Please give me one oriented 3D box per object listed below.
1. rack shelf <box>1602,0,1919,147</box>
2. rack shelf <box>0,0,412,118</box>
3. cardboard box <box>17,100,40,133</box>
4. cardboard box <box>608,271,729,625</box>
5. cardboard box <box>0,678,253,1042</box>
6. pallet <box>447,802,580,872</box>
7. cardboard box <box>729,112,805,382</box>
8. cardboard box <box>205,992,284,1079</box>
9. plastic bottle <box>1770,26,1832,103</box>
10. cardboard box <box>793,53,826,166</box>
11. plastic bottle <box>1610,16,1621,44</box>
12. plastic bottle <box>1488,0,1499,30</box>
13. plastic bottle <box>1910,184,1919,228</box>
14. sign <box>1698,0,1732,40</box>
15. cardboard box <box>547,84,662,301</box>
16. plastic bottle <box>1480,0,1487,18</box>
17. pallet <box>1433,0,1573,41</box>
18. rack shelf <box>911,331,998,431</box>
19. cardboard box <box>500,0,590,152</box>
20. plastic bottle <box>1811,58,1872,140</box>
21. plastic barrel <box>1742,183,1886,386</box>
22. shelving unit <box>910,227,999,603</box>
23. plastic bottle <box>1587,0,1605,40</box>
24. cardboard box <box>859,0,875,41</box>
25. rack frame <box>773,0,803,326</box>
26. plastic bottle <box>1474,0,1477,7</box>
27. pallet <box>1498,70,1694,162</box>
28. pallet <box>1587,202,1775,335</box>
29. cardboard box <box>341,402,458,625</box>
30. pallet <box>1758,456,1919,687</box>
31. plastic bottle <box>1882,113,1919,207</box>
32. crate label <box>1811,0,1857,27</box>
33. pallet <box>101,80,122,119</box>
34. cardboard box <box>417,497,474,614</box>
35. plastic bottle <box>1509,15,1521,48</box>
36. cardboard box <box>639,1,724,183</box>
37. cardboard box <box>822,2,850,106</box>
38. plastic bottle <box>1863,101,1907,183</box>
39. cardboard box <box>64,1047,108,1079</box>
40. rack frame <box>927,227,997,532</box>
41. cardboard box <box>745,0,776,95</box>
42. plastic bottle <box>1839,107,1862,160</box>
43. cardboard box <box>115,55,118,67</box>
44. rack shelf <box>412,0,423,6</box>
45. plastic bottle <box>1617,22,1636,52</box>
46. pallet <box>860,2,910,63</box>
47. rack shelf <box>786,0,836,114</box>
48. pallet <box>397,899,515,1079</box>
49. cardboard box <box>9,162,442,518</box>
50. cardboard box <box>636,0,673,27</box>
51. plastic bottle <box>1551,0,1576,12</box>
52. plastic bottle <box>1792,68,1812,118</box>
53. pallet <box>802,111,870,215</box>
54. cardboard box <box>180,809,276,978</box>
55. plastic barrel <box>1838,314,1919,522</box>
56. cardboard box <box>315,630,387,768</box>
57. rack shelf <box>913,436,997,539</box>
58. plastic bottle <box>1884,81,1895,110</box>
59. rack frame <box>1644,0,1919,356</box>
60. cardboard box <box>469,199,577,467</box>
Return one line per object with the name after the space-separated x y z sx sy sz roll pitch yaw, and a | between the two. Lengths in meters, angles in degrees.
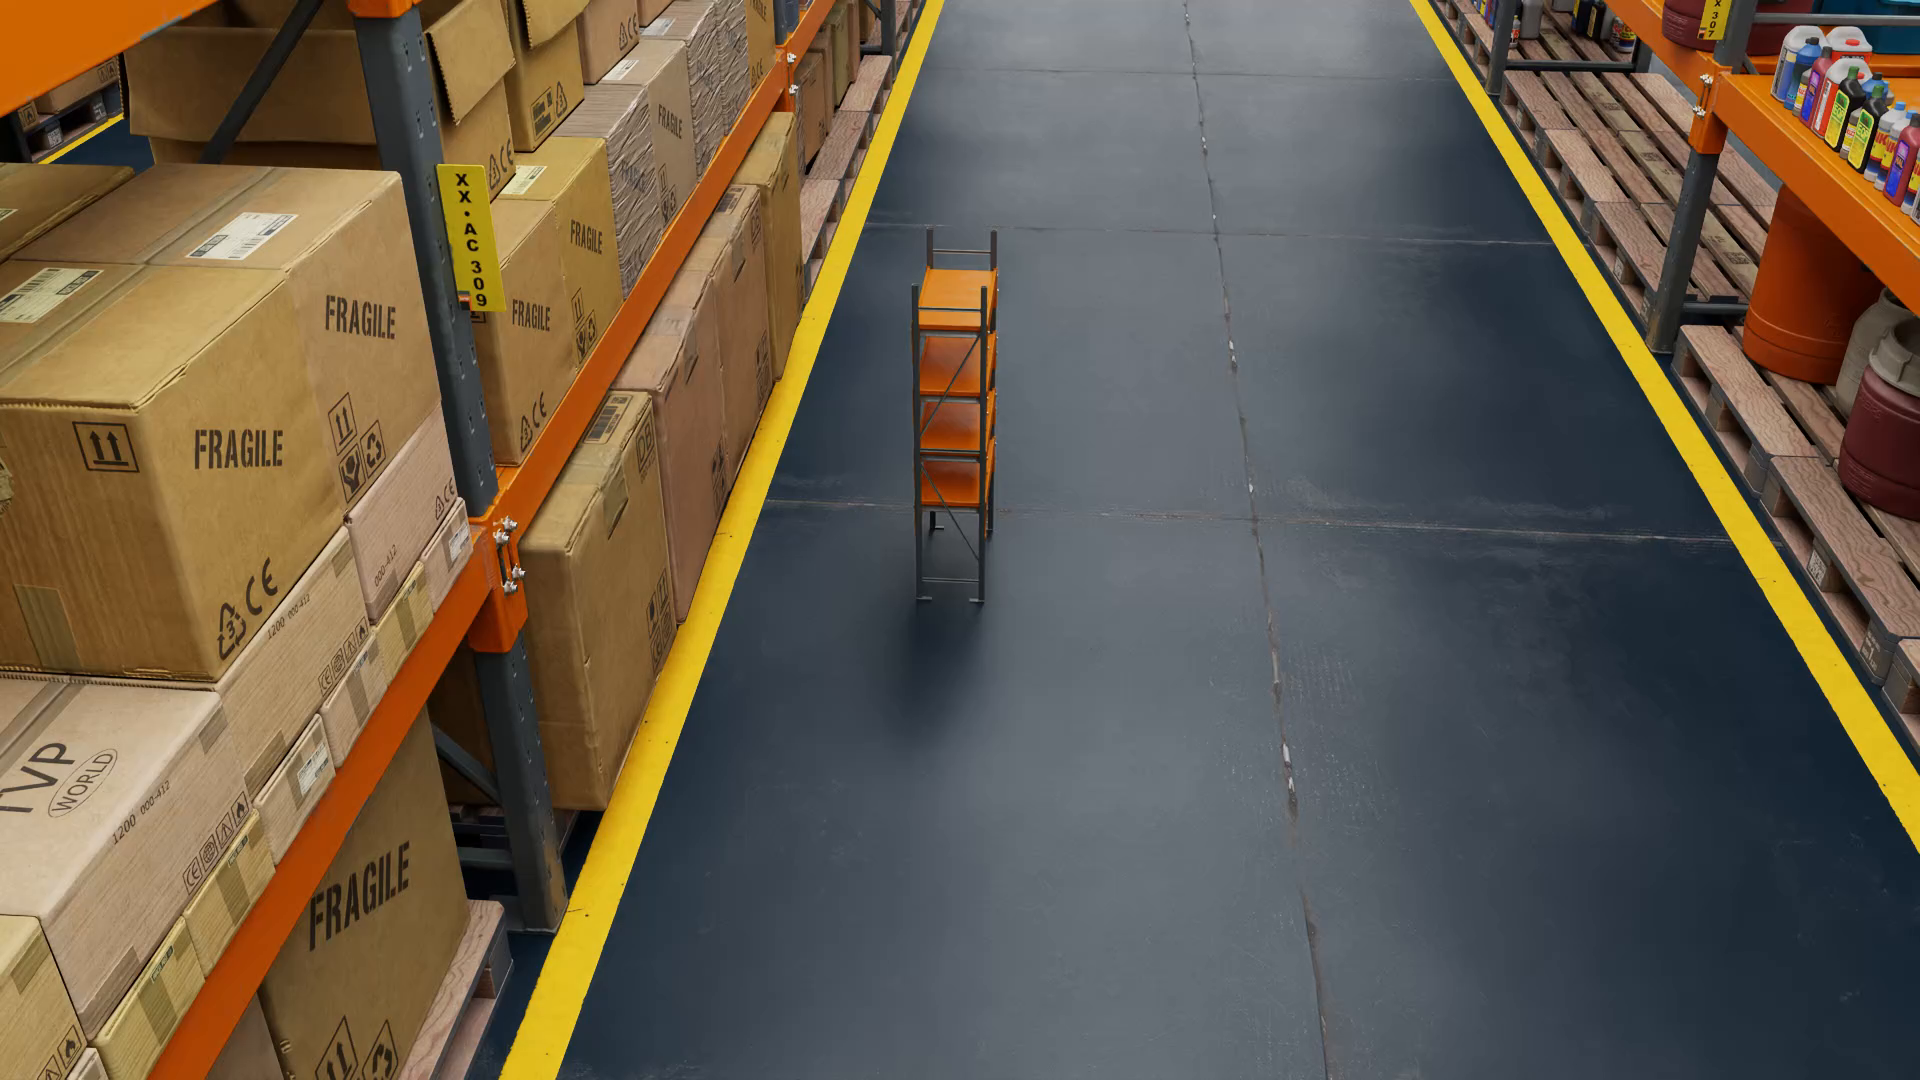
3.838 -2.876 8.744 1.077 0.370 4.000 2 32 4 | rack shelf
-1.750 -0.182 1.512 1.077 0.370 4.000 2 32 4 | rack shelf
-5.989 -2.606 9.364 1.050 0.750 0.750 3 32 5 | cardboard box
-1.483 -0.334 5.558 1.225 0.875 0.875 1 32 2 | cardboard box
-1.442 0.460 2.504 0.500 0.250 0.500 3 32 5 | cardboard box
-1.599 0.524 5.199 1.003 0.211 1.213 2 32 4 | pallet
-1.338 -1.263 7.065 1.225 0.875 0.875 1 32 2 | cardboard box
-1.794 1.281 2.937 0.875 0.875 0.875 2 32 4 | cardboard box
3.318 -1.872 6.546 0.152 0.276 0.135 2 32 4 | plastic bottle
-1.155 -2.410 9.265 0.700 0.500 0.500 5 32 8 | cardboard box
4.480 -3.479 11.284 0.097 0.201 0.097 0 32 0 | plastic bottle
3.782 -3.737 11.561 0.144 0.351 0.185 1 32 2 | plastic bottle
3.205 -1.146 5.369 0.152 0.276 0.135 2 32 4 | plastic bottle
3.127 -2.226 6.848 0.100 0.325 0.005 2 32 4 | sign
-1.219 -1.054 5.006 0.500 0.500 0.500 2 32 3 | cardboard box
3.808 -3.906 11.835 0.144 0.351 0.185 2 32 4 | plastic bottle
4.194 -4.030 12.589 1.003 0.211 1.213 2 32 4 | pallet
-0.013 -0.557 5.713 0.258 0.148 0.480 2 32 4 | rack shelf
-1.476 -1.419 4.642 0.797 0.503 0.637 3 32 5 | cardboard box
3.280 -1.630 6.153 0.152 0.276 0.135 2 32 4 | plastic bottle
3.653 -1.135 6.901 0.600 0.830 0.708 2 32 4 | plastic barrel
-0.013 -0.424 5.795 0.258 1.200 0.503 2 32 4 | shelving unit
4.357 -3.582 11.373 0.061 0.283 0.133 2 32 4 | plastic bottle
-0.863 -3.762 11.478 0.500 0.500 0.500 2 32 2 | cardboard box
-1.261 -2.348 7.202 1.000 3.000 0.127 2 32 4 | rack frame
3.808 -3.990 12.114 0.097 0.201 0.097 0 32 0 | plastic bottle
3.976 -2.629 10.315 1.003 0.211 1.213 2 32 4 | pallet
3.777 -1.353 8.244 1.003 0.211 1.213 2 32 4 | pallet
-1.361 -0.077 3.376 0.500 0.250 0.500 2 32 3 | cardboard box
3.551 0.101 5.886 1.003 0.211 1.213 2 32 4 | pallet
3.178 -1.272 5.567 0.061 0.283 0.133 2 32 4 | plastic bottle
4.026 -2.660 7.673 0.502 0.435 0.616 2 32 4 | crate label
-5.858 -3.111 11.097 1.003 0.211 1.213 2 32 4 | pallet
-1.285 0.024 3.592 0.380 0.149 0.250 3 32 4 | cardboard box
3.720 -3.427 11.200 0.097 0.201 0.097 0 32 0 | plastic bottle
-1.140 -1.590 5.876 0.500 0.500 0.500 1 32 2 | cardboard box
-1.065 -2.994 10.213 0.700 0.500 0.500 2 32 4 | cardboard box
3.214 -1.378 5.749 0.097 0.271 0.097 0 32 0 | plastic bottle
-1.411 0.829 2.286 0.380 0.149 0.250 3 32 5 | cardboard box
0.006 -0.552 6.002 0.240 1.200 0.015 2 32 4 | rack frame
-1.054 -2.122 6.739 0.500 0.500 0.500 3 32 5 | cardboard box
3.233 -1.469 5.963 0.097 0.201 0.097 0 32 0 | plastic bottle
-5.832 -3.597 10.972 1.050 0.750 0.750 2 32 4 | cardboard box
-1.424 -2.273 4.906 1.077 0.370 4.000 2 32 4 | rack shelf
4.464 -3.402 11.093 0.097 0.271 0.097 0 32 0 | plastic bottle
-0.916 -3.606 11.899 1.003 0.211 1.213 2 32 4 | pallet
-1.098 -3.088 9.087 1.077 0.370 4.000 2 32 4 | rack shelf
-1.727 1.325 3.899 1.003 0.211 1.213 2 32 4 | pallet
-1.358 -0.387 3.164 0.500 0.500 0.500 3 32 5 | cardboard box
-1.393 -2.096 5.740 0.797 0.503 0.637 3 32 5 | cardboard box
4.381 -3.975 12.017 0.152 0.276 0.135 2 32 4 | plastic bottle
3.273 -1.729 6.387 0.097 0.201 0.097 0 32 0 | plastic bottle
-1.094 -2.206 9.628 1.003 0.211 1.213 2 32 4 | pallet
-1.368 0.562 2.719 0.380 0.149 0.250 3 32 5 | cardboard box
3.561 -0.442 6.006 0.600 0.588 0.708 2 32 4 | plastic barrel
-1.327 0.292 3.156 0.380 0.149 0.250 2 32 3 | cardboard box
-0.013 -0.198 5.934 0.258 0.148 0.480 2 32 4 | rack shelf
3.406 -1.602 6.180 0.097 0.201 0.097 0 32 0 | plastic bottle
3.675 -2.137 6.858 1.000 3.000 0.127 2 32 4 | rack frame
-1.300 -0.529 4.154 0.500 0.500 0.500 3 32 4 | cardboard box
